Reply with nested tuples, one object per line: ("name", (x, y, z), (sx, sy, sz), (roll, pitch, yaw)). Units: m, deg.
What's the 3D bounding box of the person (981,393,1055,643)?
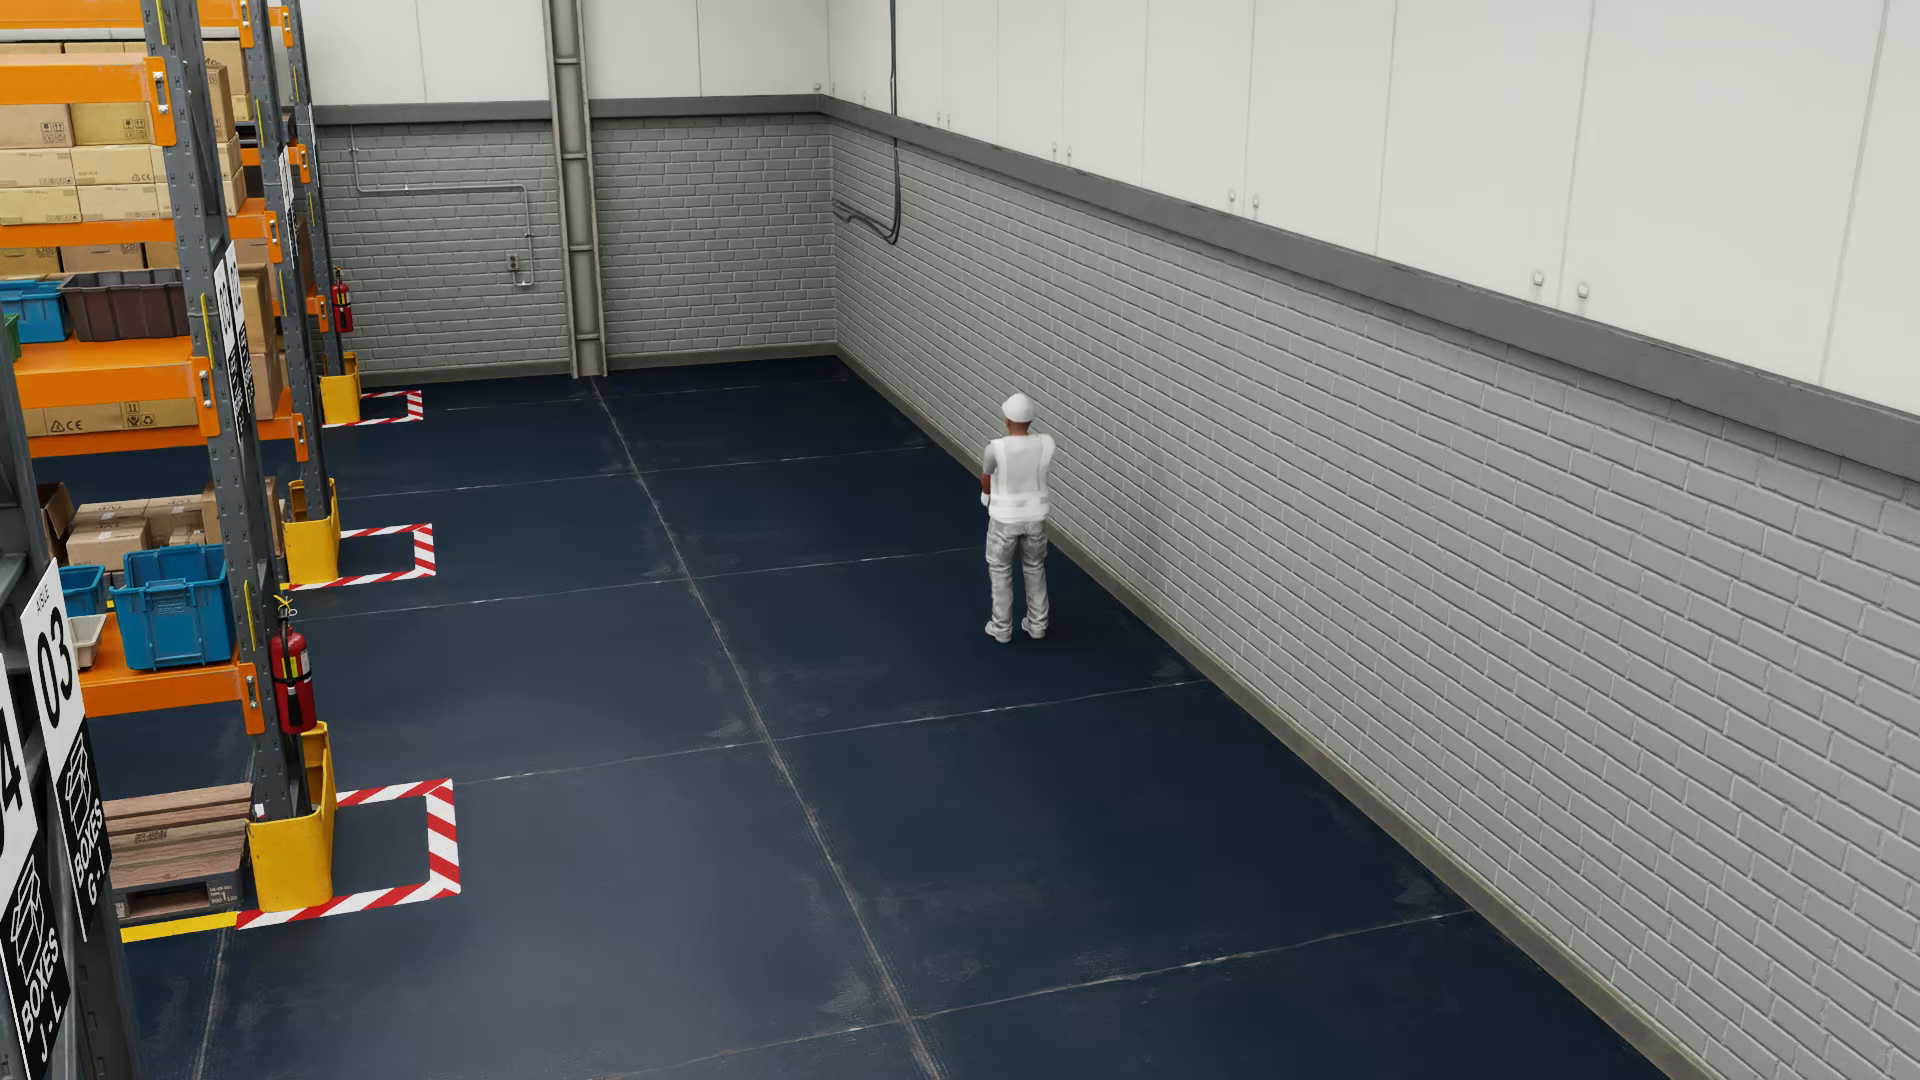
("person", (0.362, -0.190, 11.592), (0.488, 1.778, 0.583), (-6, 20, -16))
